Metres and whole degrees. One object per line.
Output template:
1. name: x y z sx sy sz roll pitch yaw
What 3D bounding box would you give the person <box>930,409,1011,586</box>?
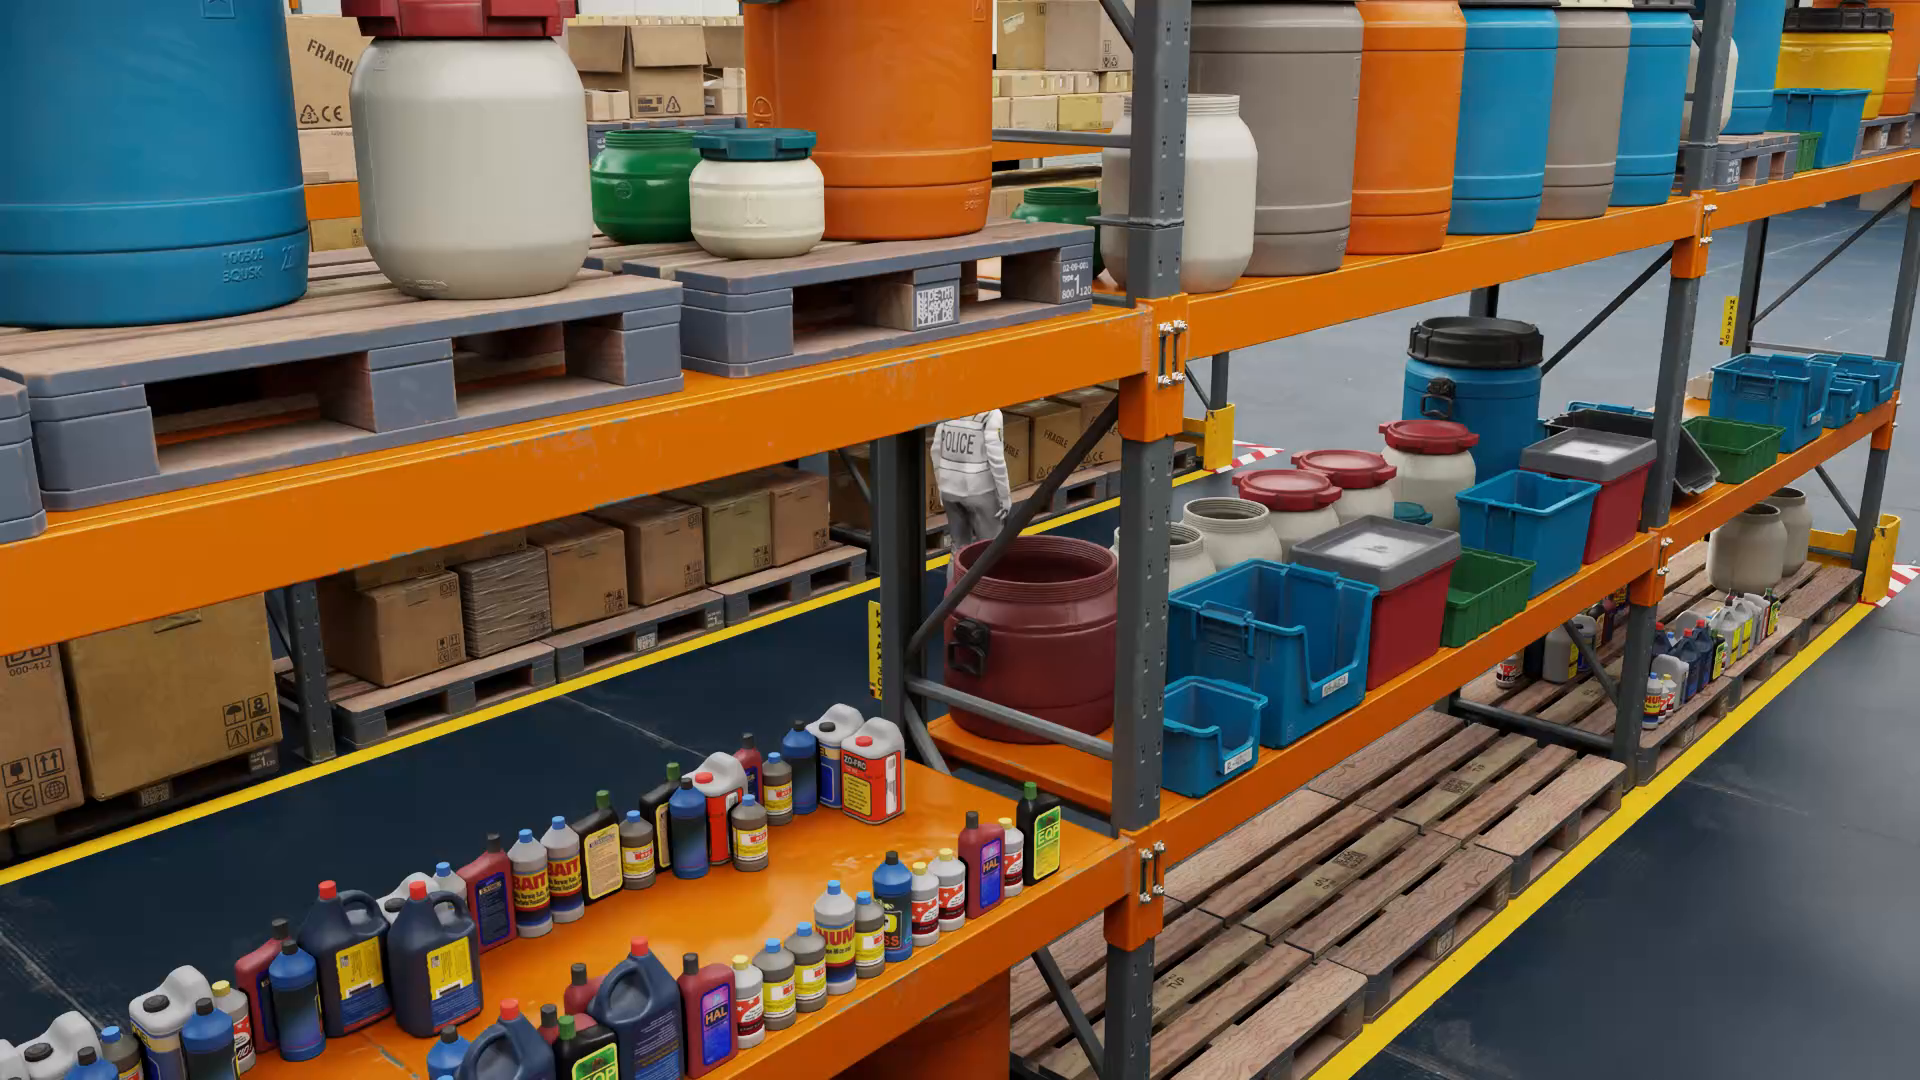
1. person: 0.074 -0.284 9.965 0.543 1.662 0.376 13 21 36
